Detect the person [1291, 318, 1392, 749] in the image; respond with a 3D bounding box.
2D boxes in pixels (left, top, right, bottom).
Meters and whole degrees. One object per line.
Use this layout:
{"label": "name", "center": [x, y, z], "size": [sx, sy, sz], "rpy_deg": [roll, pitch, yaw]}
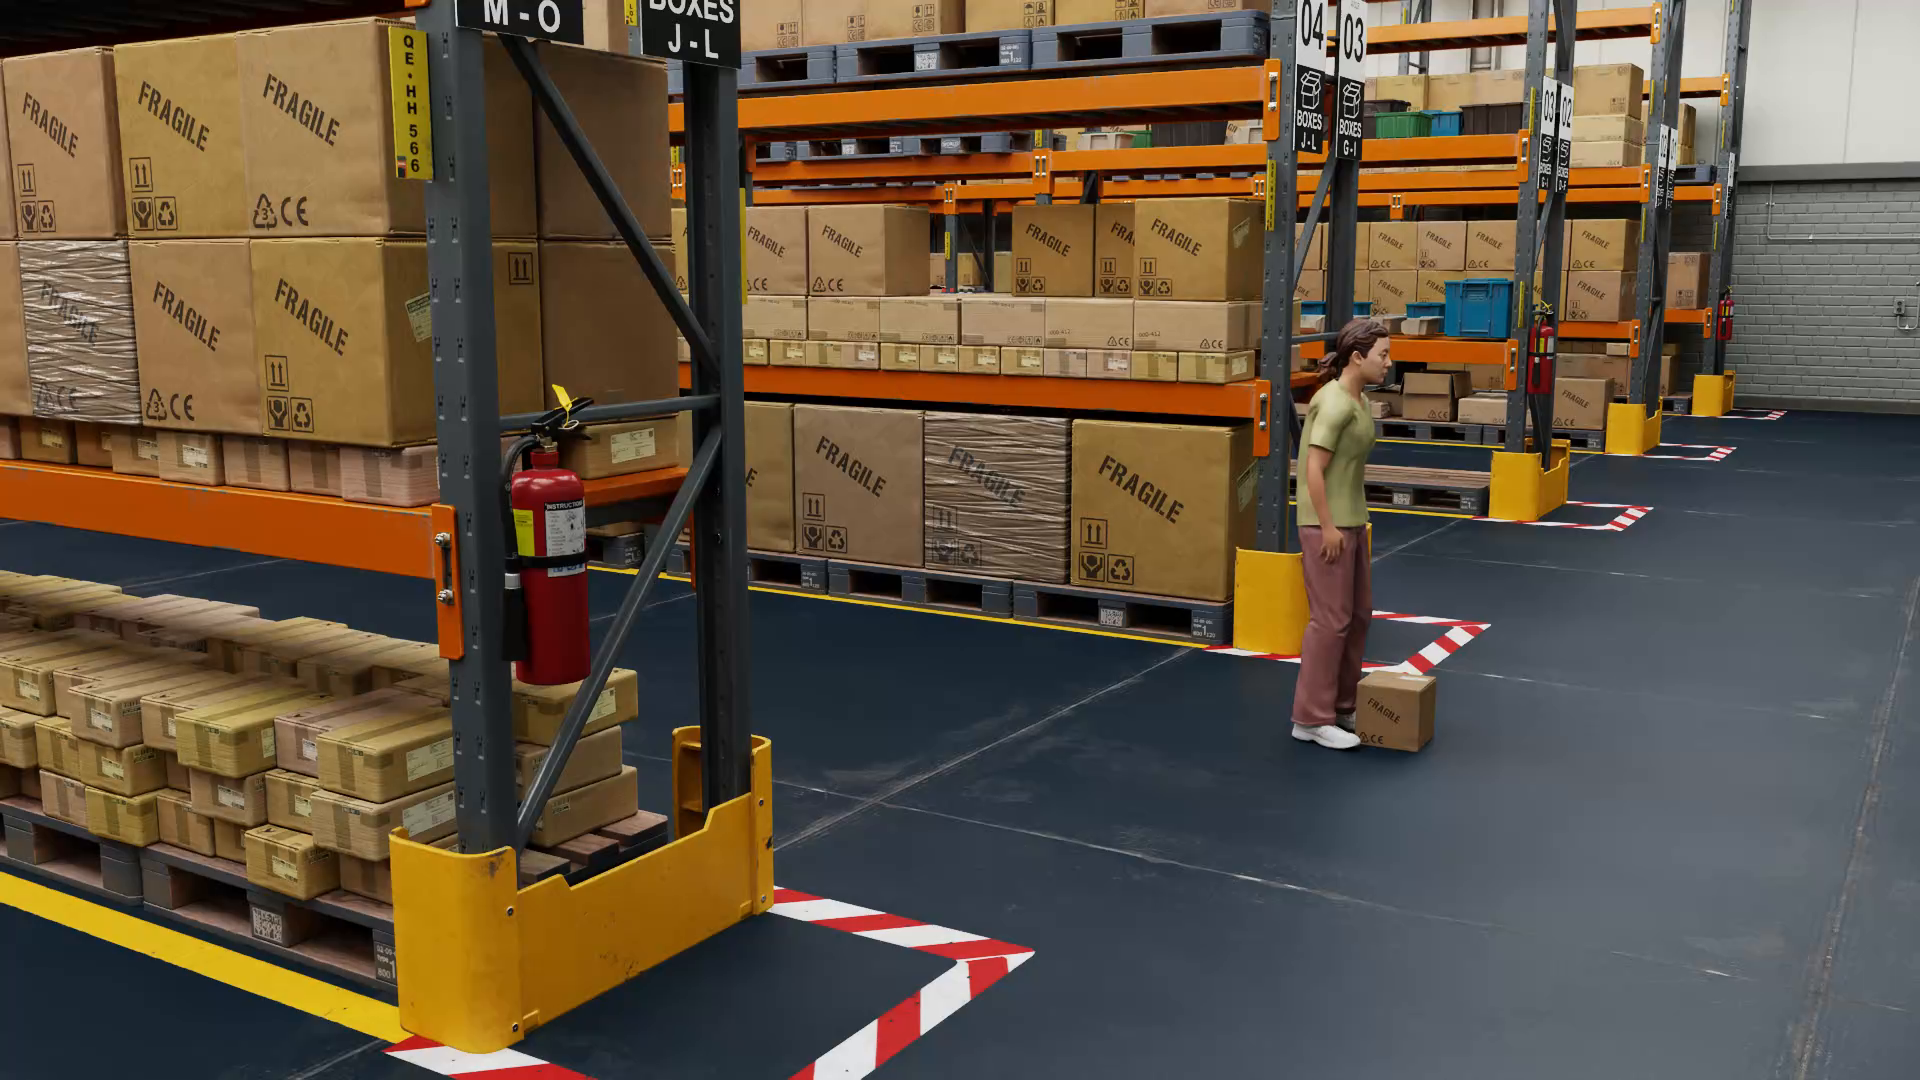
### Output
{"label": "person", "center": [1.528, -0.043, 6.643], "size": [0.355, 1.673, 0.517], "rpy_deg": [5, 11, 29]}
